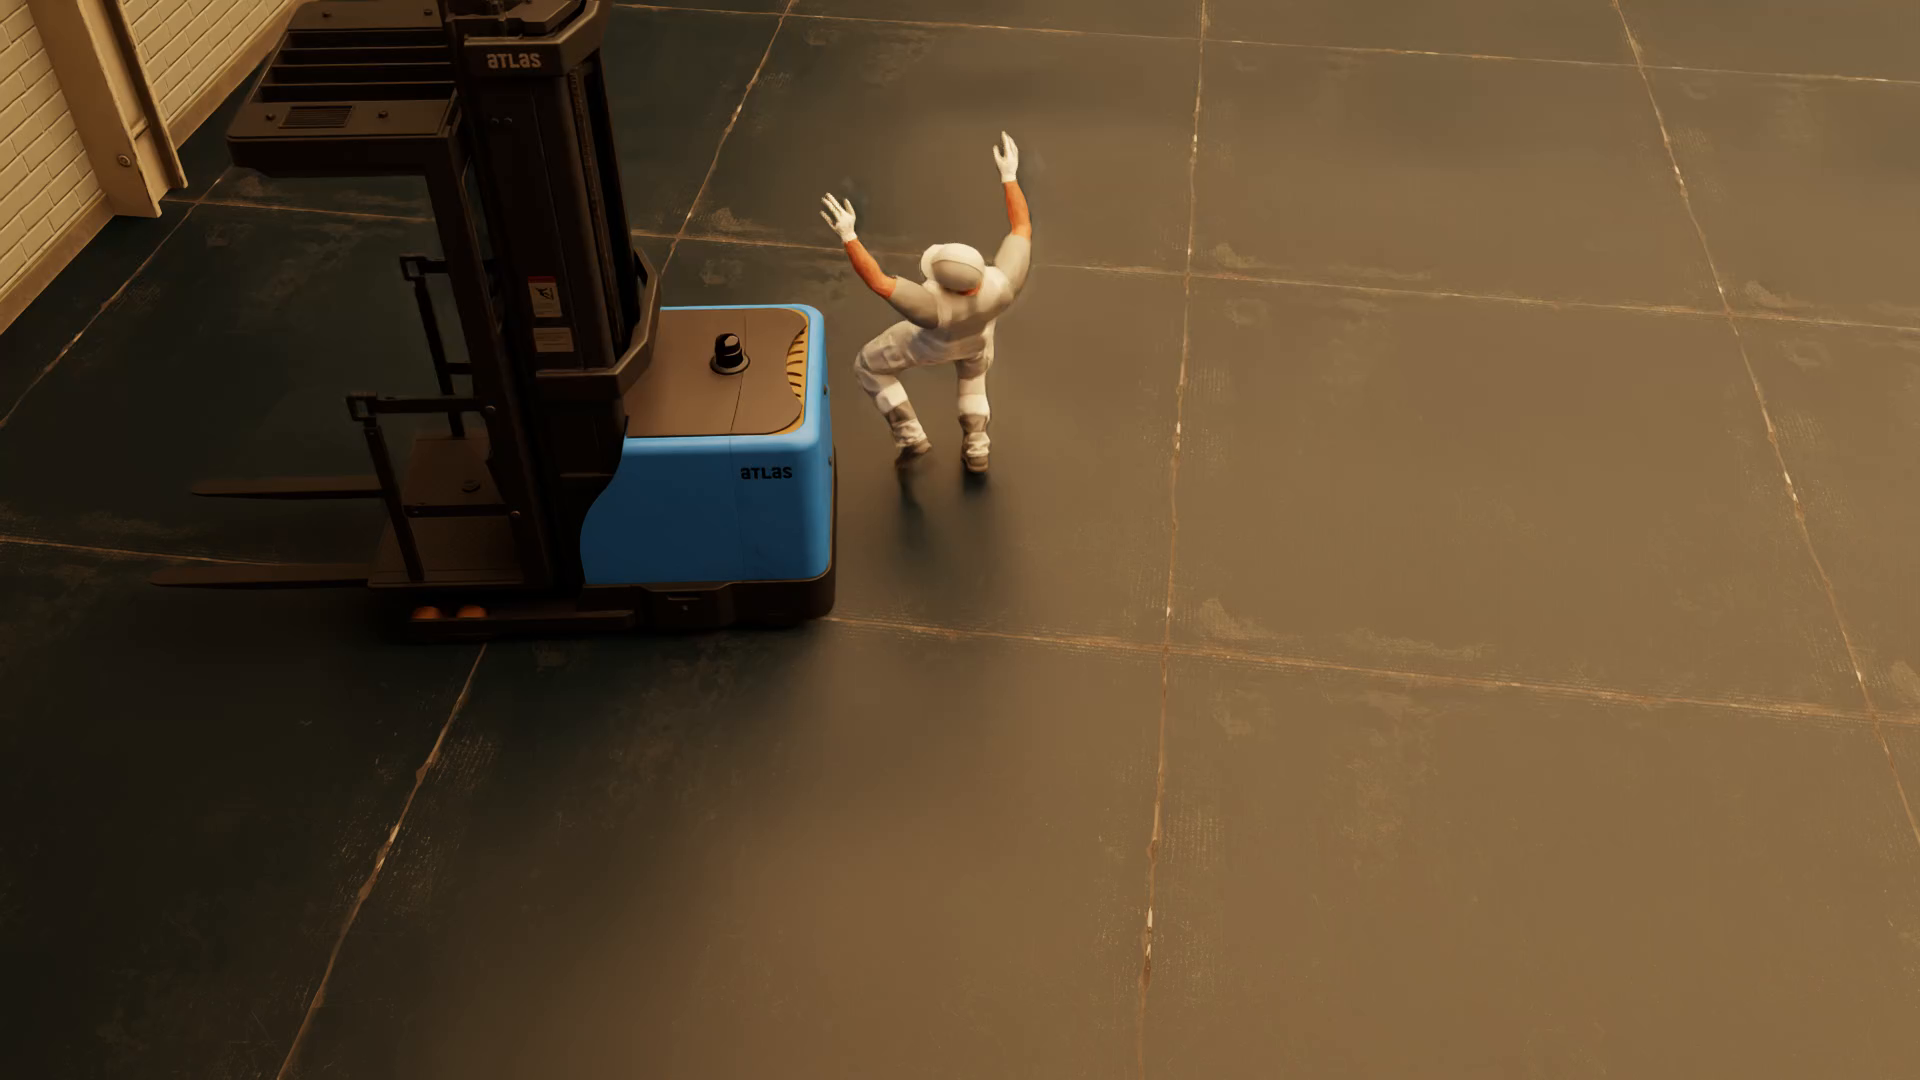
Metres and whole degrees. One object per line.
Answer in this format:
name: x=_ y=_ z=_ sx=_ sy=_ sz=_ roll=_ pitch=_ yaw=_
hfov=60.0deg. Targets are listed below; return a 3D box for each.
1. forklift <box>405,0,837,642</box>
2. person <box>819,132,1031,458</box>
forklift: x=-2.096 y=-0.991 z=6.803 sx=3.031 sy=2.935 sz=1.130 roll=-1 pitch=43 yaw=-2
person: x=-0.123 y=-0.982 z=7.683 sx=0.999 sy=1.548 sz=0.774 roll=-16 pitch=45 yaw=-16
